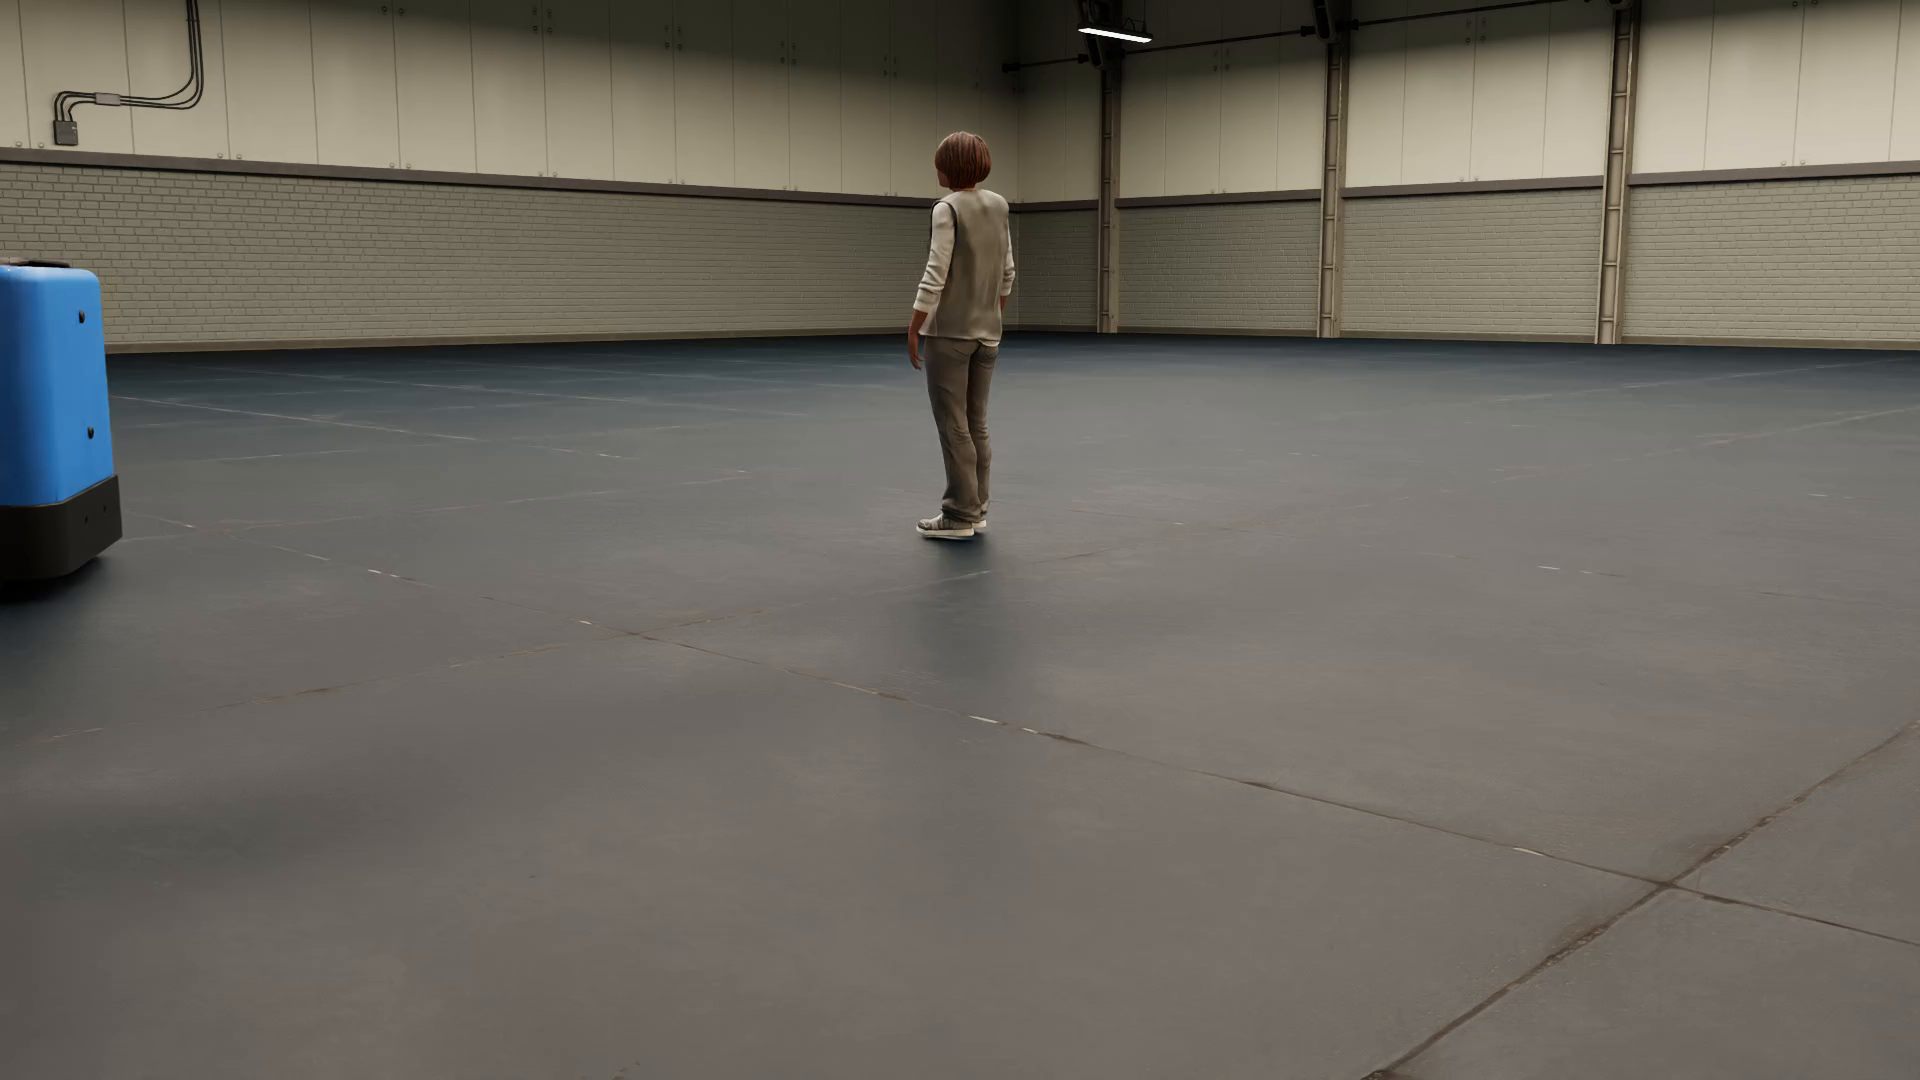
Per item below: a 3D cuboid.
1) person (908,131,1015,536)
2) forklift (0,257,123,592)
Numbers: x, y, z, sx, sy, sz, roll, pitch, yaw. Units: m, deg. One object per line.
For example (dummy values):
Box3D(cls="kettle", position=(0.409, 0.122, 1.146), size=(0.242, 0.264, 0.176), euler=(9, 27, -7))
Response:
Box3D(cls="person", position=(-0.044, -0.806, 6.659), size=(0.473, 1.599, 0.520), euler=(8, 12, 43))
Box3D(cls="forklift", position=(-4.512, -1.265, 5.276), size=(3.031, 2.935, 1.130), euler=(-2, 9, -16))
